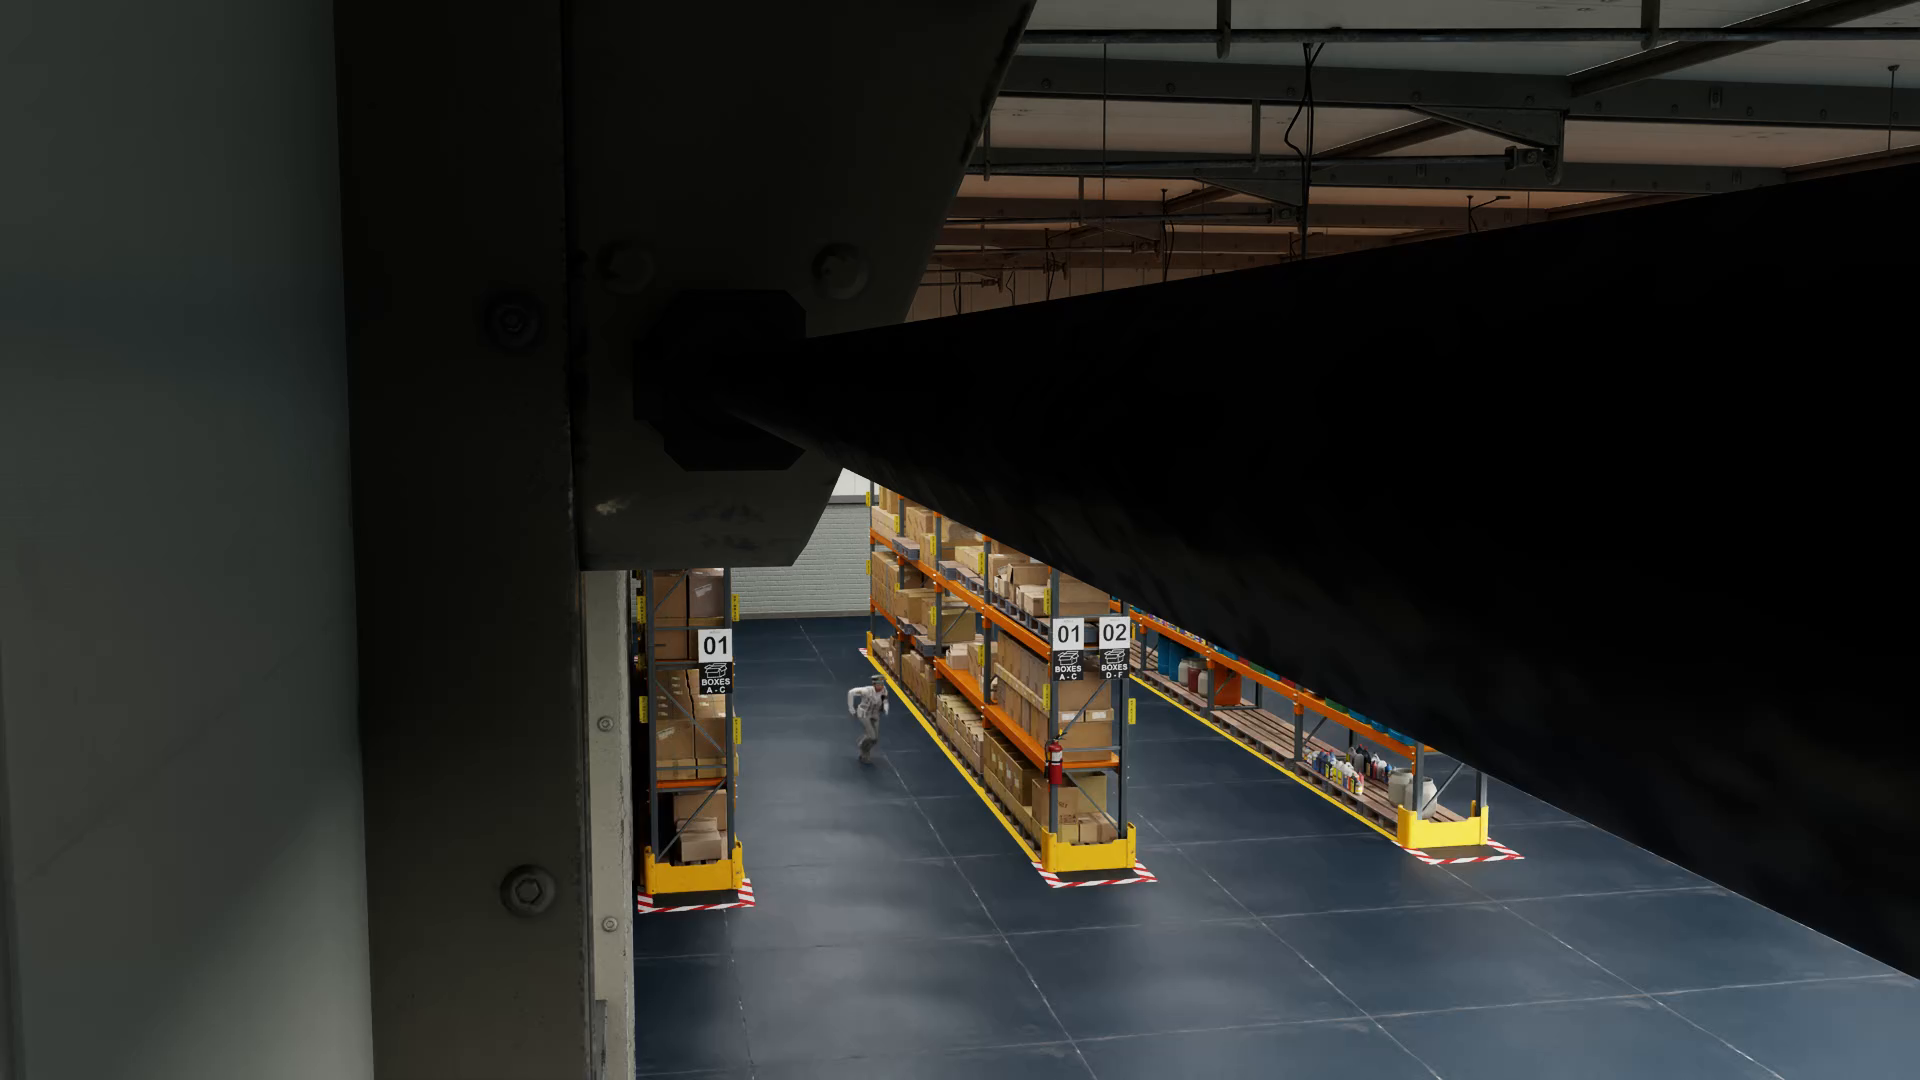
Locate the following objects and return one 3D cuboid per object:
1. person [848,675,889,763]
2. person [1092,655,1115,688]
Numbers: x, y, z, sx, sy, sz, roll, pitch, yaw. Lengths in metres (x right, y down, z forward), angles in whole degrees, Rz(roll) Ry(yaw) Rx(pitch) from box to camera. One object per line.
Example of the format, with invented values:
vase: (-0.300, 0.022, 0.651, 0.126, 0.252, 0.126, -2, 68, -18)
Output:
person: (-1.446, 2.844, 26.334, 0.644, 1.497, 0.816, -4, 7, -32)
person: (2.707, 2.393, 30.467, 0.524, 1.525, 0.735, -2, 6, -20)
